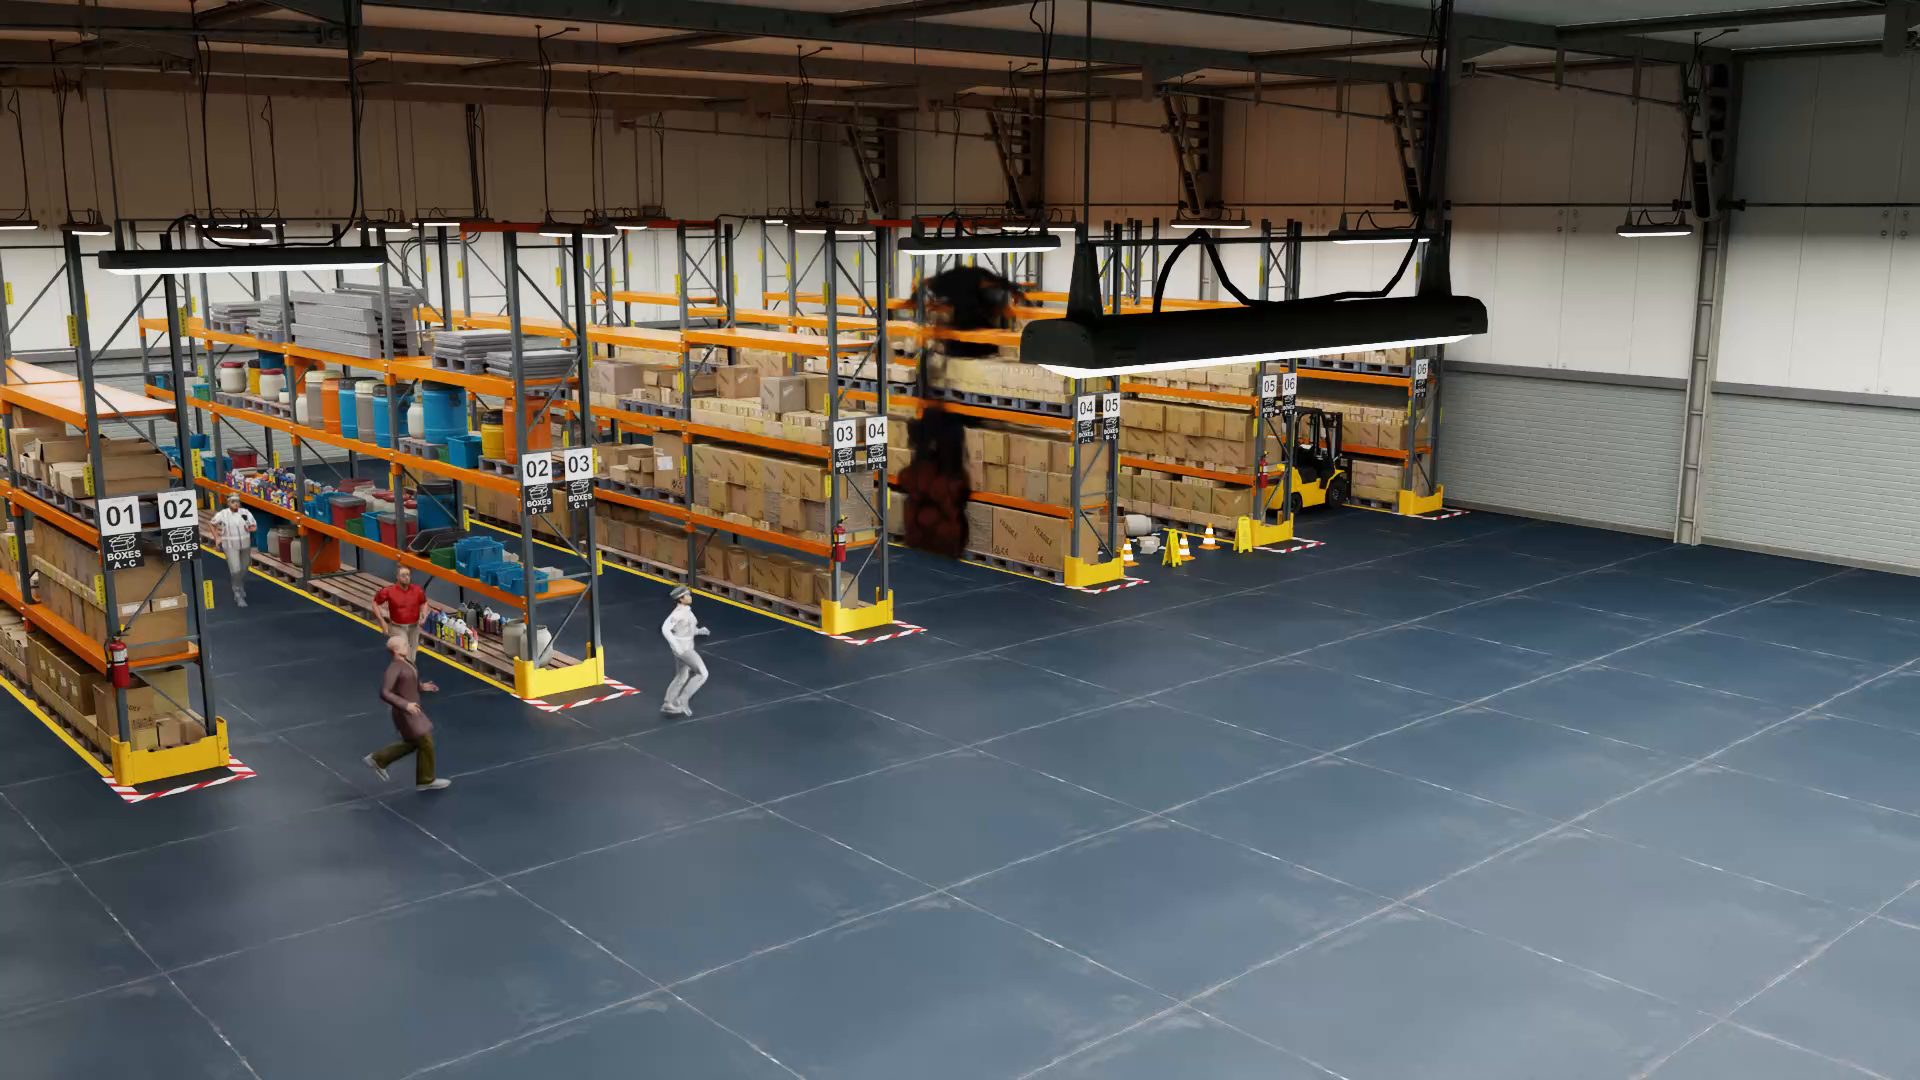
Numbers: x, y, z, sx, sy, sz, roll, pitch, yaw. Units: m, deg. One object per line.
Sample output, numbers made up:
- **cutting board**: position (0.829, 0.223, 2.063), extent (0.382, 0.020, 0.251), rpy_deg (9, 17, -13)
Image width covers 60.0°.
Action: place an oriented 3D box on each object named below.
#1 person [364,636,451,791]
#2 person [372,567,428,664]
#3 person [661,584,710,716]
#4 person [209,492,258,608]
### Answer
- **person**: position (-6.026, 1.890, 18.099), extent (0.835, 1.745, 0.720), rpy_deg (-3, 12, -13)
- **person**: position (-7.226, 1.200, 21.691), extent (0.661, 1.729, 0.678), rpy_deg (-11, 16, -43)
- **person**: position (-3.443, 1.368, 20.815), extent (0.645, 1.678, 0.584), rpy_deg (-1, 12, -7)
- **person**: position (-11.616, 0.133, 26.714), extent (0.643, 1.828, 0.848), rpy_deg (-11, 16, -42)
